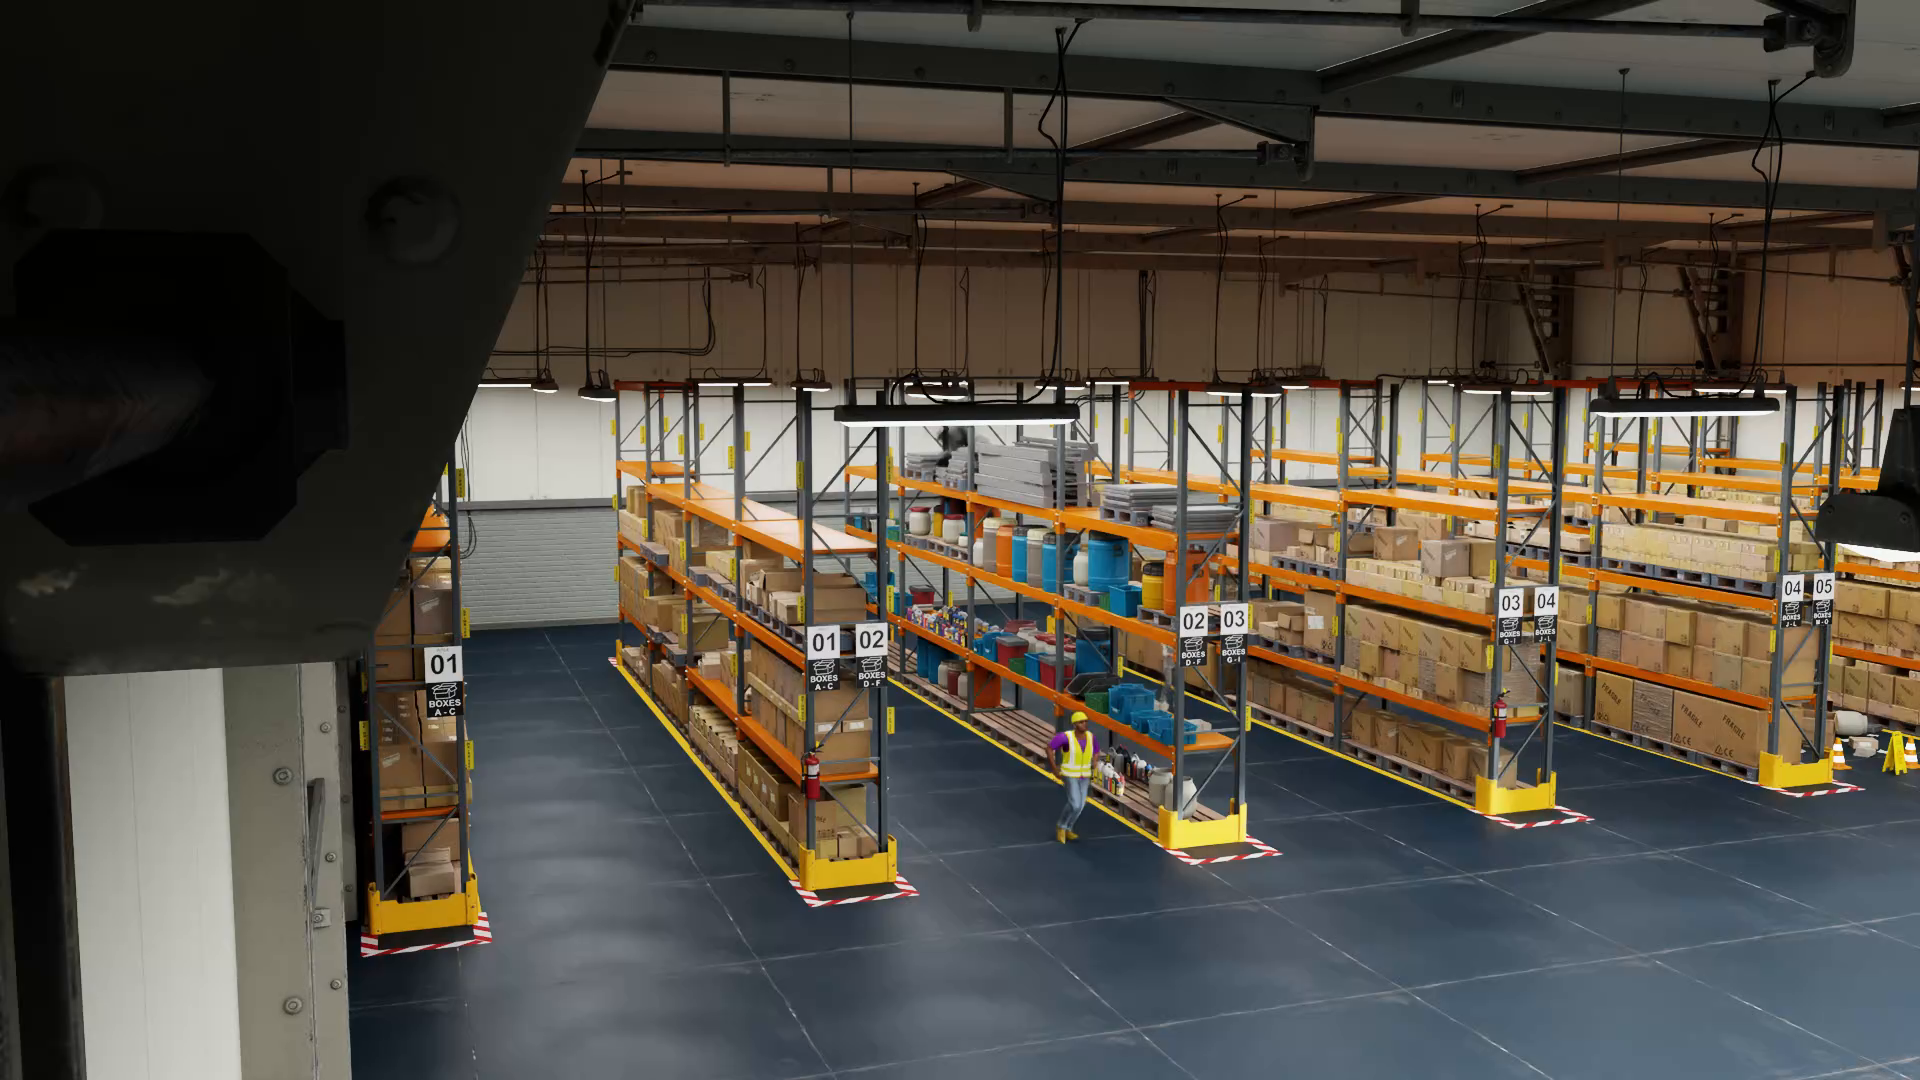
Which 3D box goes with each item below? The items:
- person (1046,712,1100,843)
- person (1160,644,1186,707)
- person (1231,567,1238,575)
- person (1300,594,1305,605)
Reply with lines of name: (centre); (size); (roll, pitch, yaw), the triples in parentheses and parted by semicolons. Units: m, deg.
person: (1.552, 3.151, 22.054); (0.733, 1.774, 0.570); (-3, 7, -26)
person: (3.892, 2.344, 30.330); (0.482, 1.608, 0.734); (-2, 6, -21)
person: (6.251, 1.472, 37.940); (0.710, 1.742, 0.687); (-2, 6, -20)
person: (8.502, 1.189, 41.138); (0.630, 1.602, 1.020); (-3, 7, -28)
